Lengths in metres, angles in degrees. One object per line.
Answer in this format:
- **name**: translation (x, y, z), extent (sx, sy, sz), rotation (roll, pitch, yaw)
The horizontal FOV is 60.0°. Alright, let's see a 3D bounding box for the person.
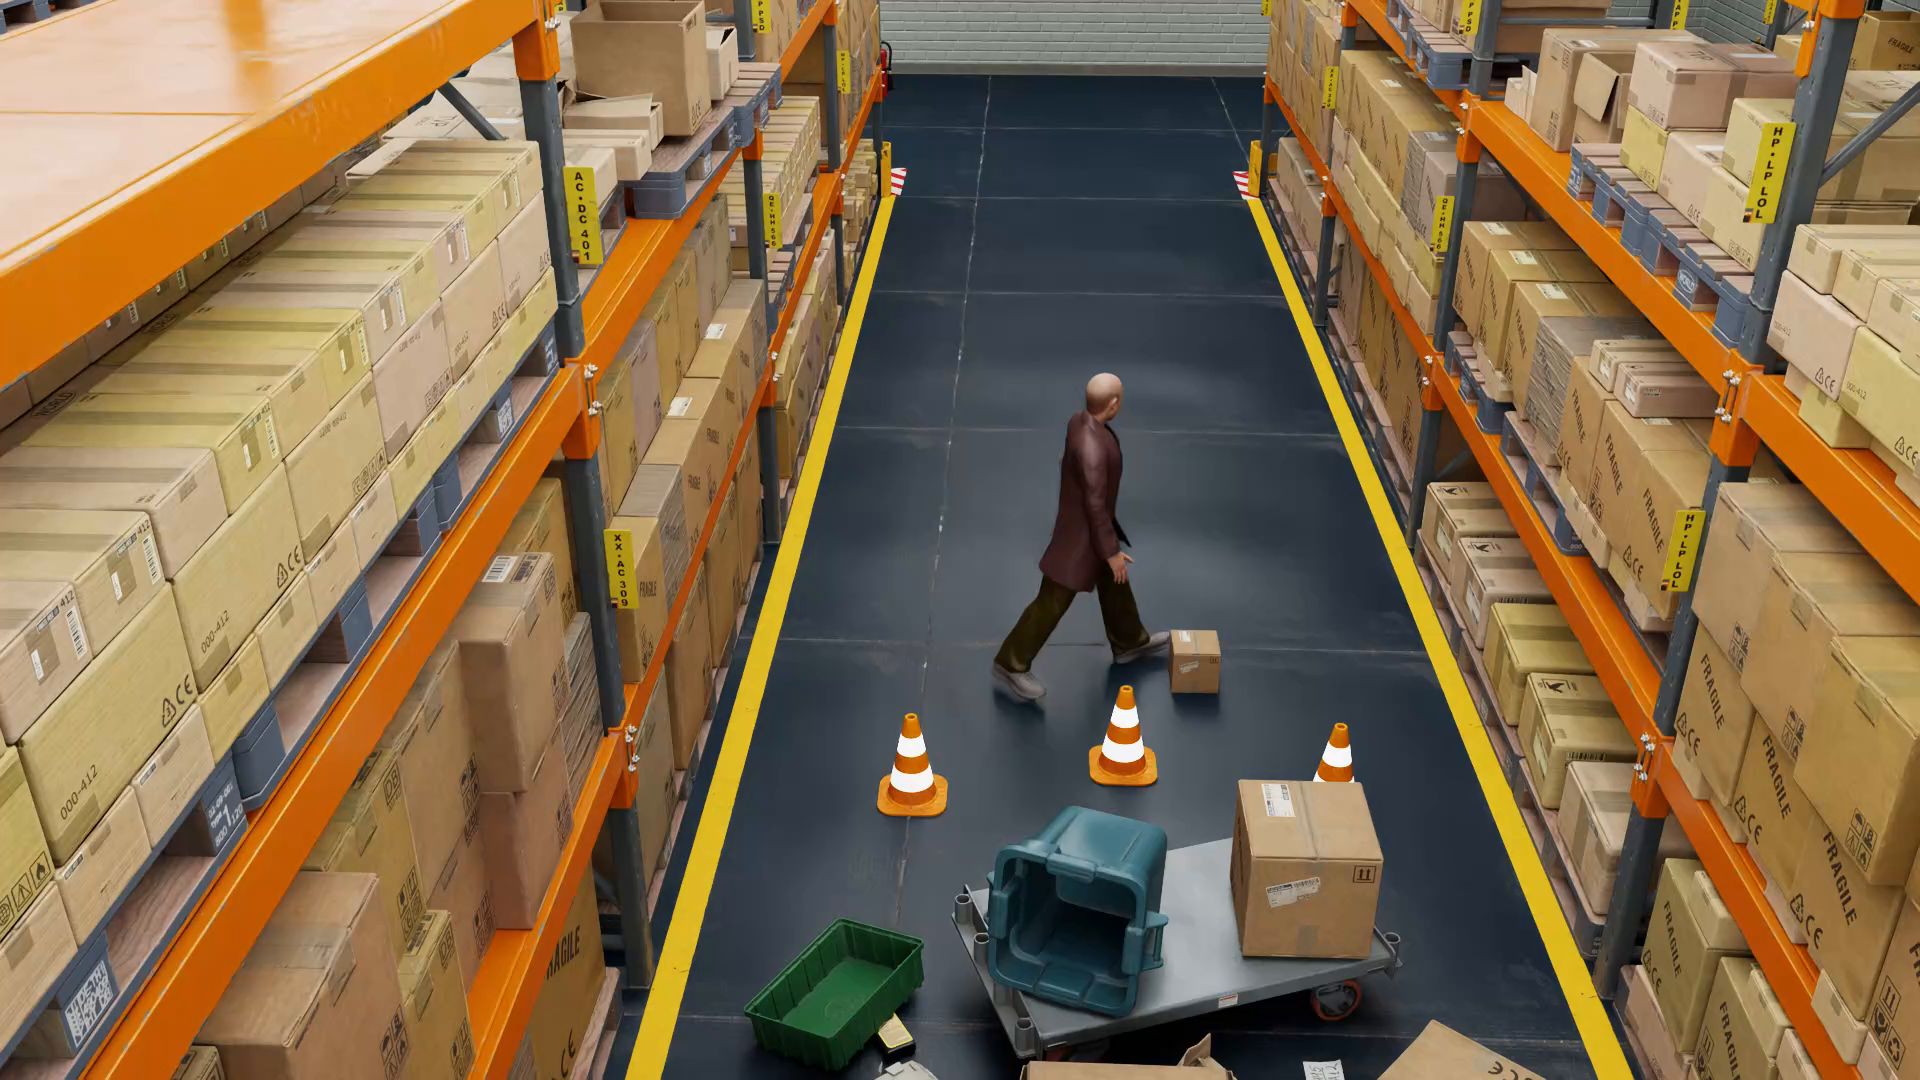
- **person**: translation (0.672, -0.028, 8.700), extent (0.993, 1.745, 0.702), rotation (3, 28, 5)
